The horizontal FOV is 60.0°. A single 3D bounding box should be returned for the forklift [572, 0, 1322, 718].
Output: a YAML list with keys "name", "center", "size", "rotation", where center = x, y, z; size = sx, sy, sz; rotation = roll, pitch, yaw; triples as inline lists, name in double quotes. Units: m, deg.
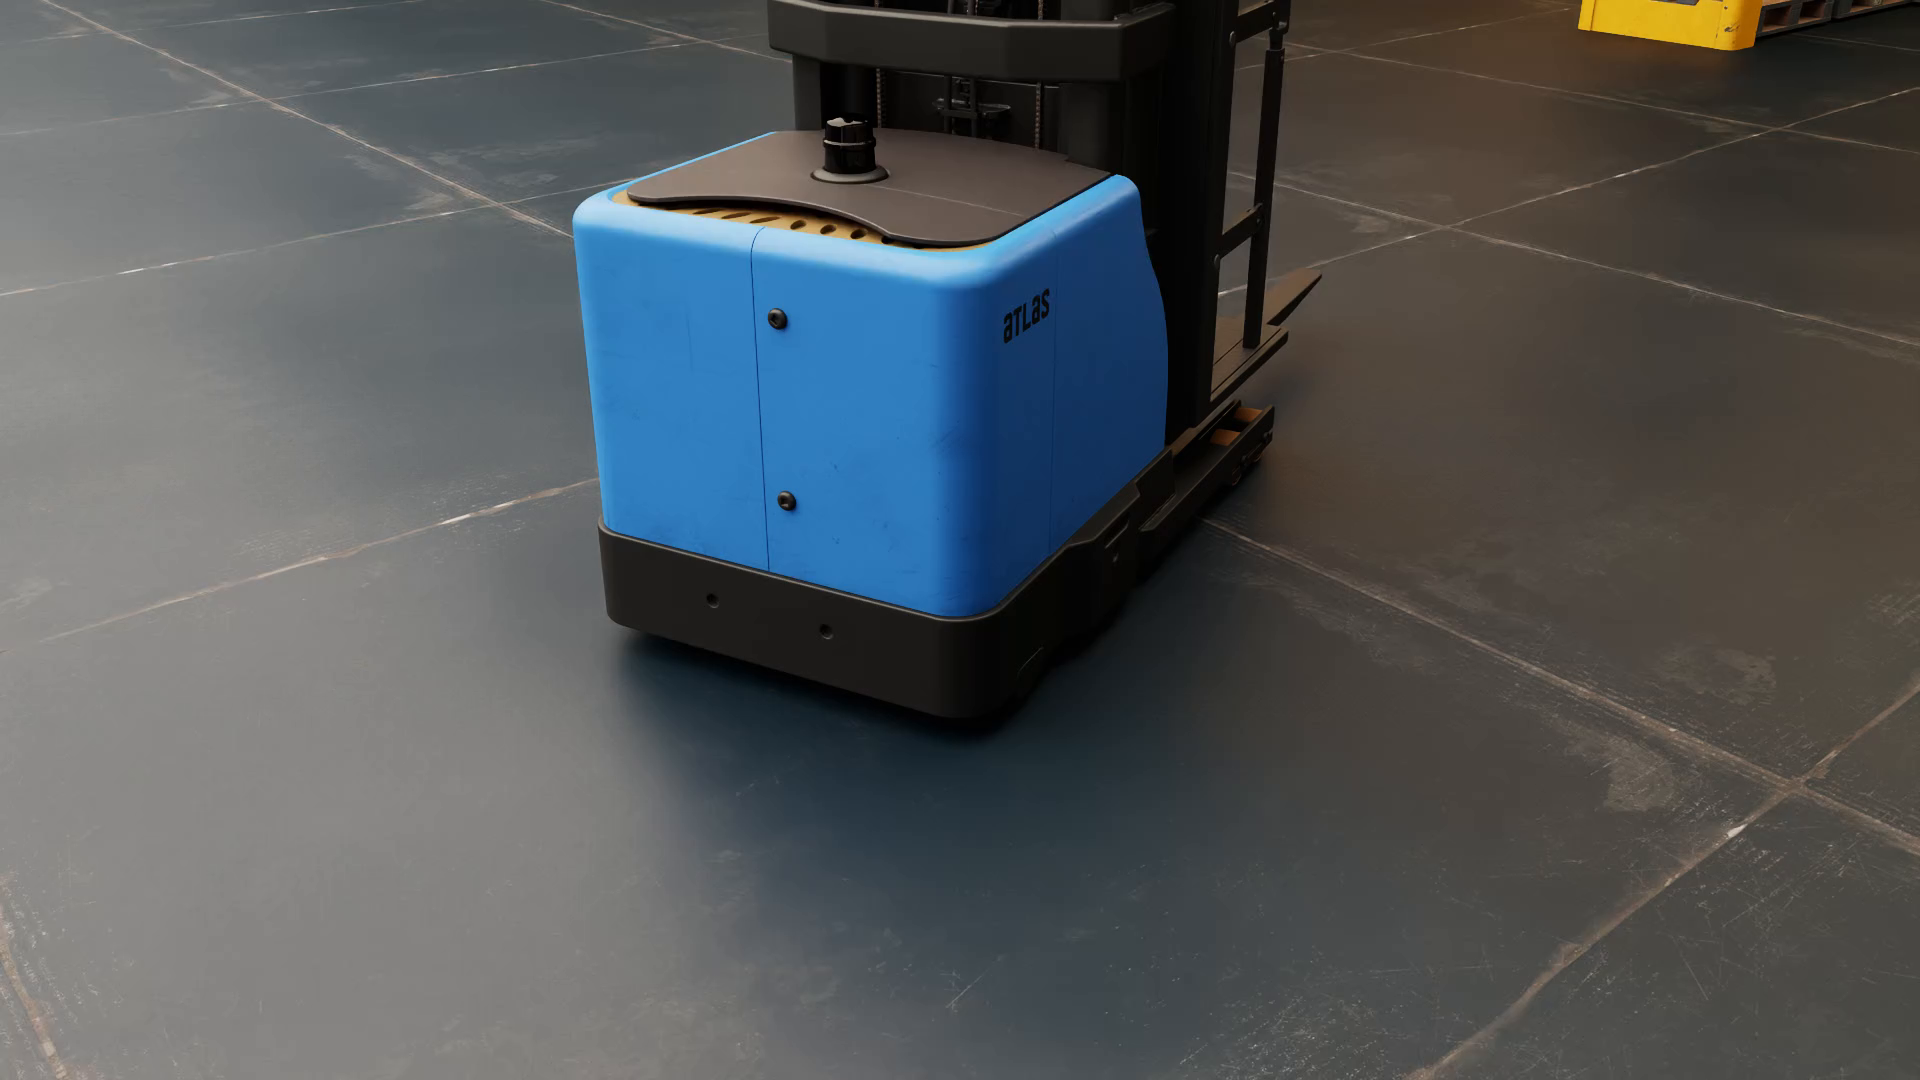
- name: "forklift"
  center: [0.285, -1.552, 4.331]
  size: [1.130, 2.935, 3.031]
  rotation: [13, 29, 25]
